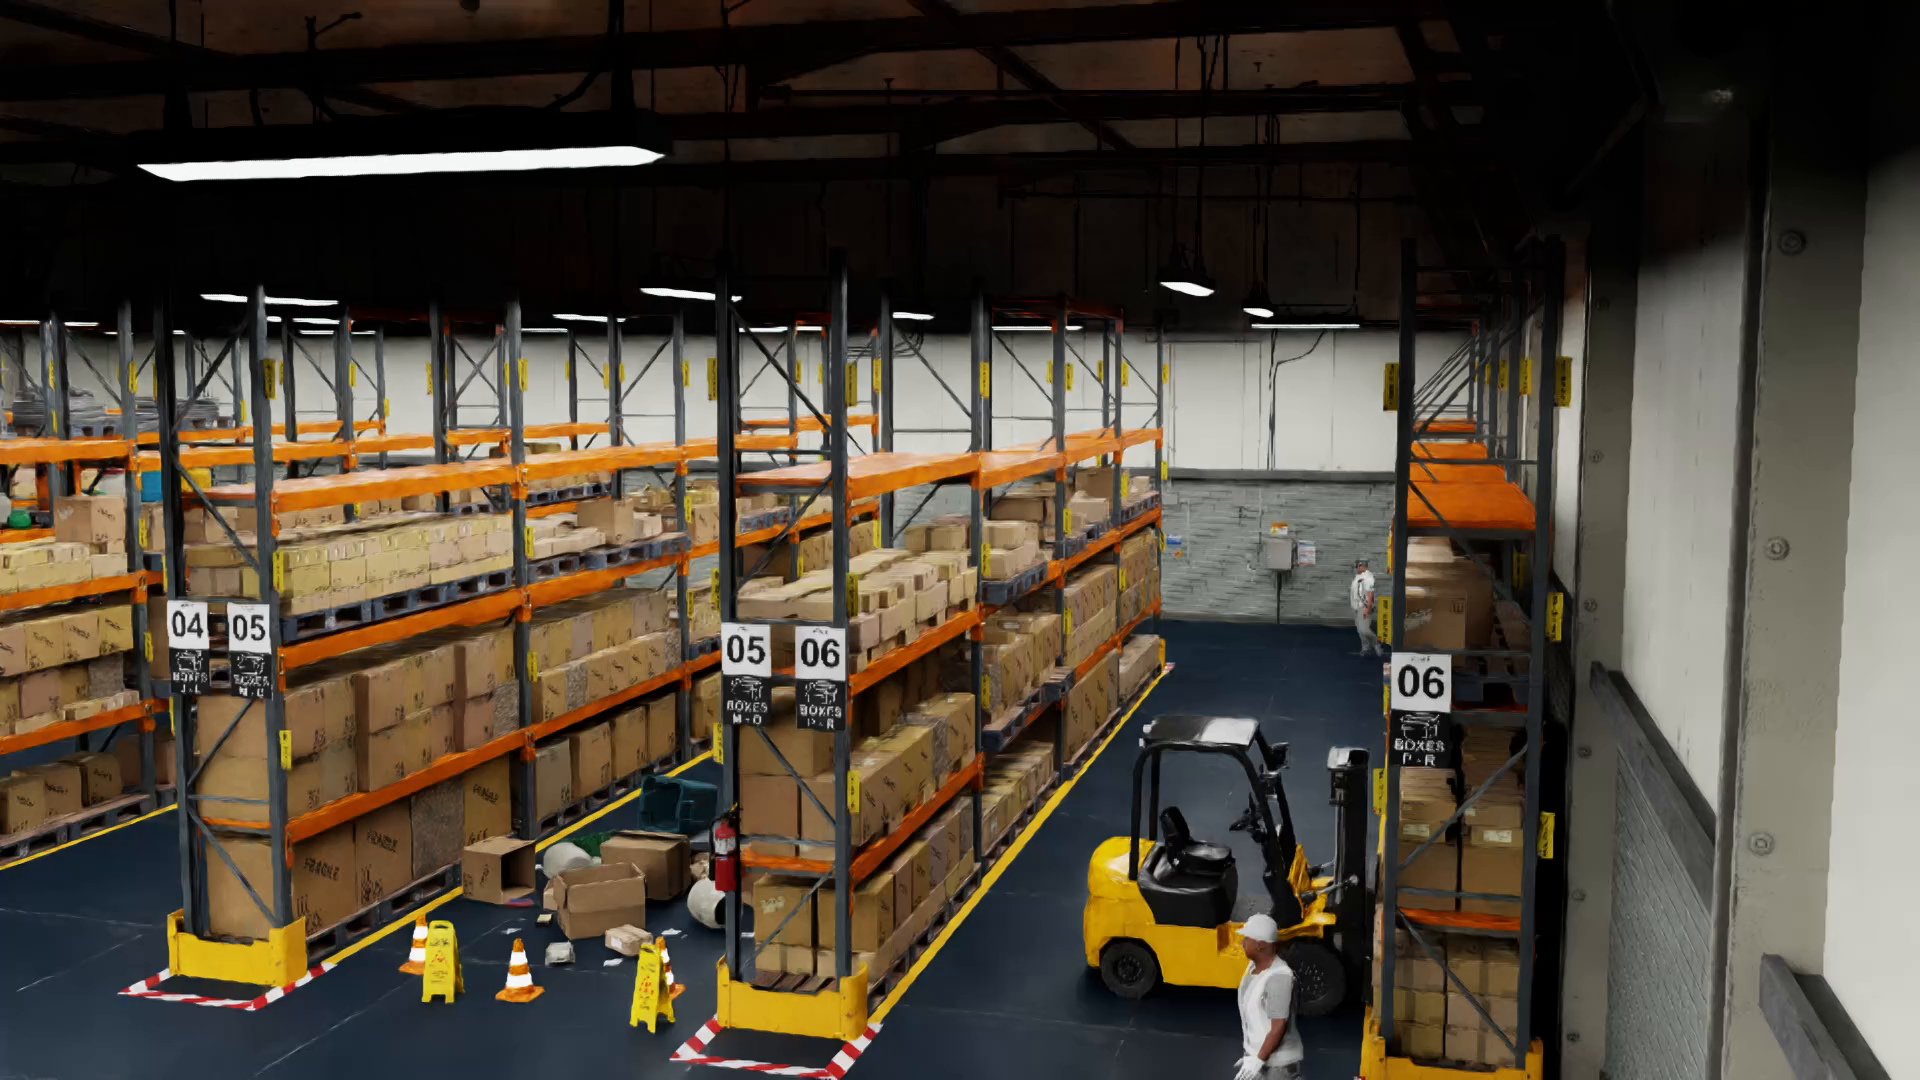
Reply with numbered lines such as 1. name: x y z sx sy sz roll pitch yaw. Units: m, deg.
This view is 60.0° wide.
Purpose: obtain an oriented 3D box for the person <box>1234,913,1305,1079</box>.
1. person: 1.950 3.201 10.343 0.714 1.783 0.567 -1 6 -13

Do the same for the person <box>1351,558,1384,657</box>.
1. person: 7.156 1.192 29.309 0.475 1.736 0.707 -2 6 -14

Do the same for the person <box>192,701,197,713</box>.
1. person: -11.269 1.744 24.410 0.700 1.704 0.846 2 6 20
